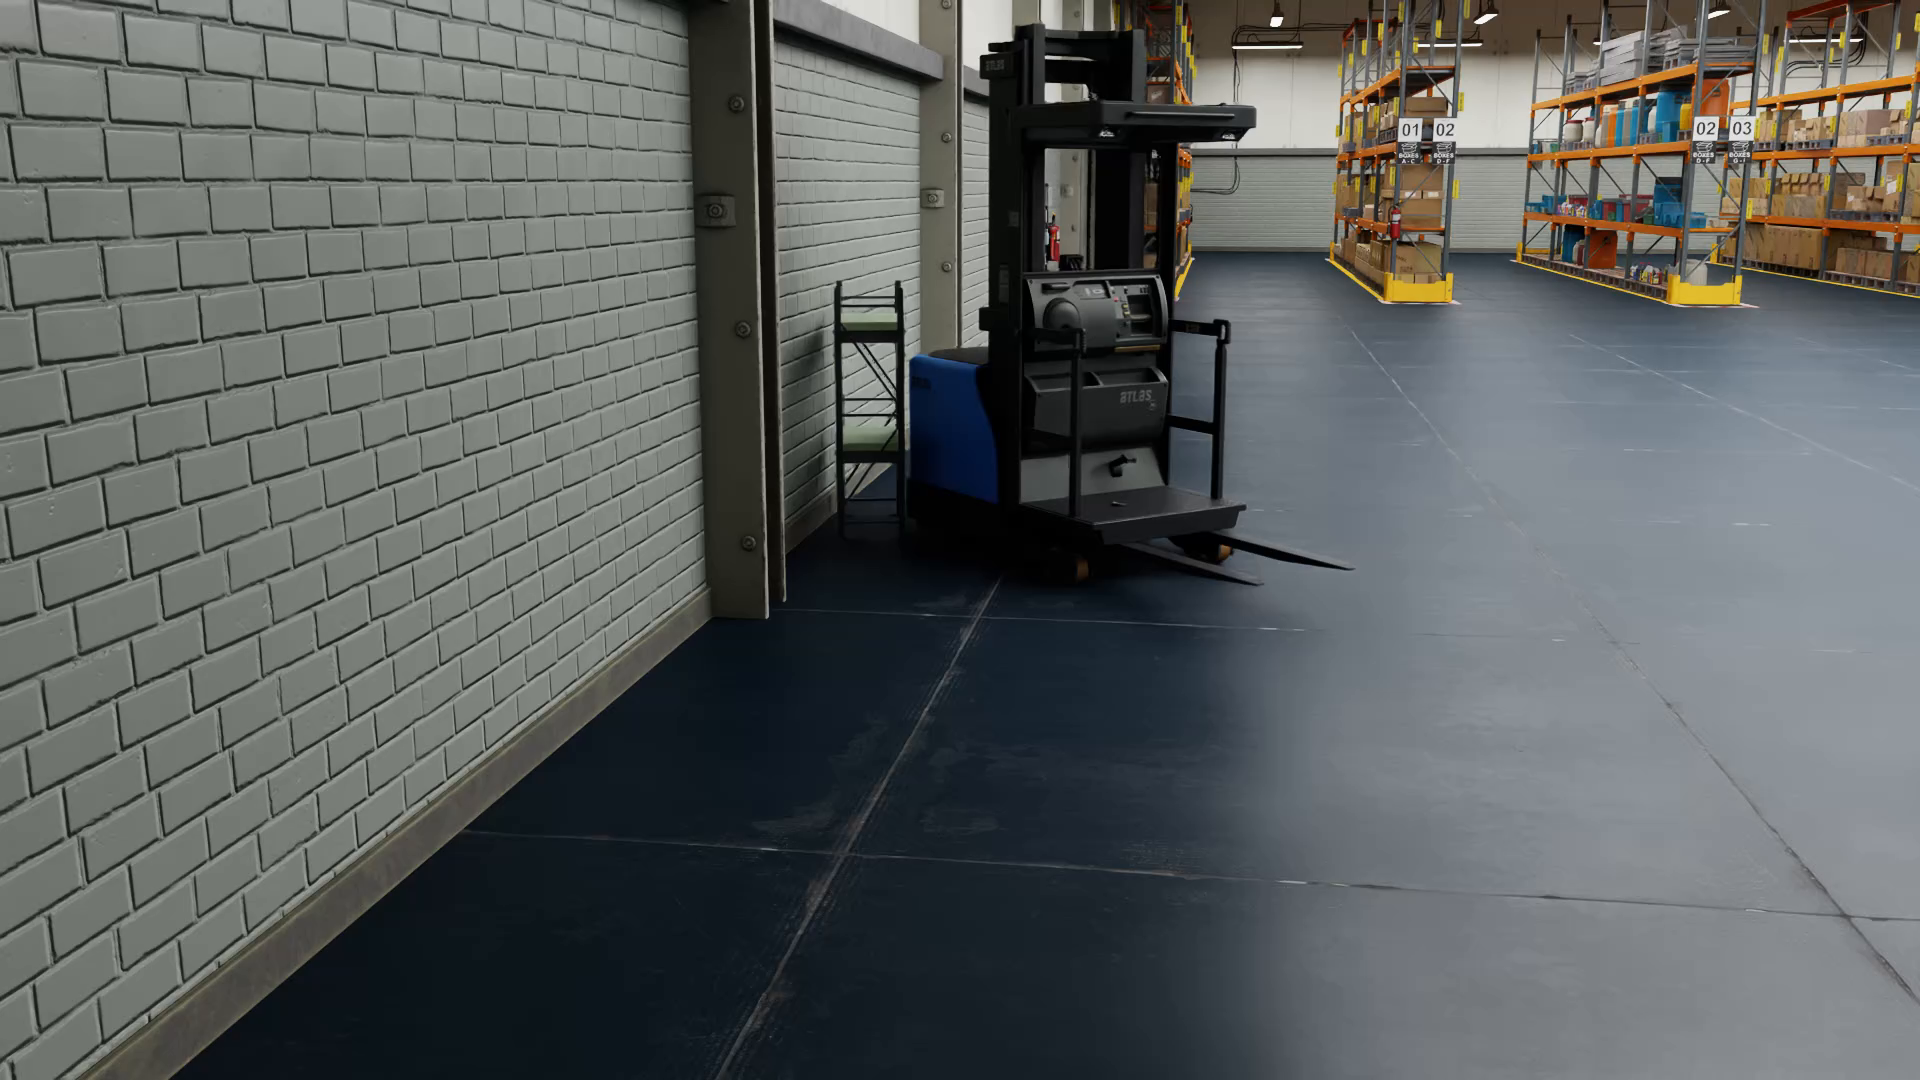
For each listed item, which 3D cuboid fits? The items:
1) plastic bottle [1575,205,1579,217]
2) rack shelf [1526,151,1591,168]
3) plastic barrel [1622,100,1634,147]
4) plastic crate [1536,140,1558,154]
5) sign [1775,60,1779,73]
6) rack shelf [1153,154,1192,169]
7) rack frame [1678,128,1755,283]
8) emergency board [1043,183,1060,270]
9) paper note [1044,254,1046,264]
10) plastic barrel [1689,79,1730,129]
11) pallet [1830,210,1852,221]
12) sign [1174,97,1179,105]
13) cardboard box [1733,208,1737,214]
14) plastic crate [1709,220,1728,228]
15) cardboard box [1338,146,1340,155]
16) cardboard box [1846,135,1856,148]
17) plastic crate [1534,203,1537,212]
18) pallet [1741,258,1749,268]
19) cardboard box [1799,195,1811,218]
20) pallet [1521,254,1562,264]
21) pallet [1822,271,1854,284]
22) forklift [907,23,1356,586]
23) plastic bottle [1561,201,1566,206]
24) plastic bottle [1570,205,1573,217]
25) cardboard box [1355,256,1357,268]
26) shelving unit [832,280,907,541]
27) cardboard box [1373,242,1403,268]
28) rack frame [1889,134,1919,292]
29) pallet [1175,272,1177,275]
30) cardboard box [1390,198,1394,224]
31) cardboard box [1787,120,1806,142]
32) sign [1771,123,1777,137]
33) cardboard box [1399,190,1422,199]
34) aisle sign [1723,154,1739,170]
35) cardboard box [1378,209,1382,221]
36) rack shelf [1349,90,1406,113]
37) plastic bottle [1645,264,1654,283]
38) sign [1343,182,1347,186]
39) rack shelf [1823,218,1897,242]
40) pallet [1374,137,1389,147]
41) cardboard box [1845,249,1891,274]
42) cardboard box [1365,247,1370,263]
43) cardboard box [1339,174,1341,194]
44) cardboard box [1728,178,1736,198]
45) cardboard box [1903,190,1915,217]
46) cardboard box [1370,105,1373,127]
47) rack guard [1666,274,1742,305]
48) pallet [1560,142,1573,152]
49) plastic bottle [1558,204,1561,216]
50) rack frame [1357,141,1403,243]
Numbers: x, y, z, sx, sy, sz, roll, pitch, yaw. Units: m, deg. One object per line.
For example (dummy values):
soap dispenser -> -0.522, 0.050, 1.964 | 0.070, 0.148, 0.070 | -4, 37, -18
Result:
plastic bottle -> 14.197, -7.569, 38.272 | 0.061, 0.283, 0.133 | 2, 12, 9
rack shelf -> 15.304, -9.654, 42.256 | 1.077, 0.370, 4.000 | 2, 12, 9
plastic barrel -> 13.730, -8.418, 33.624 | 0.600, 0.901, 0.600 | 0, 12, 0
plastic crate -> 15.105, -10.082, 42.684 | 0.504, 0.338, 0.767 | 2, 12, 9
sign -> 21.039, -12.202, 42.849 | 0.100, 0.325, 0.005 | 2, 12, 9
rack shelf -> 5.514, -9.975, 43.746 | 1.077, 0.370, 4.000 | 2, 12, 9
rack frame -> 13.150, -5.625, 28.973 | 1.000, 3.000, 0.127 | 2, 12, 9
emergency board -> 1.274, -4.357, 23.092 | 0.194, 1.169, 0.643 | 2, 12, 9
paper note -> 1.178, -3.892, 23.024 | 0.016, 0.148, 0.142 | 2, 12, 9
plastic barrel -> 13.100, -7.612, 29.056 | 0.600, 0.830, 0.708 | 2, 12, 9
pallet -> 19.271, -6.884, 35.272 | 1.213, 0.211, 1.003 | 2, 12, 9
sign -> 3.897, -7.822, 29.973 | 0.100, 0.325, 0.005 | 2, 12, 9
cardboard box -> 19.968, -8.395, 42.424 | 0.380, 0.149, 0.250 | 2, 12, 8
plastic crate -> 13.606, -5.672, 29.817 | 0.298, 0.136, 0.250 | 2, 12, 9
cardboard box -> 10.387, -10.411, 44.418 | 0.500, 0.250, 0.500 | 2, 12, 9
cardboard box -> 18.872, -8.326, 34.744 | 0.500, 0.250, 0.500 | 2, 12, 10
plastic crate -> 15.045, -8.588, 42.979 | 0.416, 0.233, 0.300 | 2, 12, 9
pallet -> 20.270, -7.010, 42.018 | 1.003, 0.211, 1.213 | 2, 12, 9
cardboard box -> 19.265, -7.501, 37.442 | 0.500, 0.500, 0.500 | 1, 12, 7
pallet -> 15.446, -7.422, 43.931 | 1.003, 0.211, 1.213 | 2, 12, 9
pallet -> 19.153, -5.604, 35.495 | 1.003, 0.211, 1.213 | 2, 12, 9
forklift -> 0.886, -1.309, 9.110 | 1.130, 2.935, 3.031 | -8, 14, -32
plastic bottle -> 14.615, -8.028, 40.239 | 0.144, 0.351, 0.185 | 2, 12, 9
plastic bottle -> 14.310, -7.691, 38.868 | 0.097, 0.271, 0.097 | 0, 12, 0
cardboard box -> 9.116, -6.213, 37.233 | 0.500, 0.250, 0.500 | 2, 12, 8
shelving unit -> -0.552, -0.812, 10.199 | 0.431, 1.500, 0.755 | -1, 12, -3
cardboard box -> 8.337, -5.552, 32.385 | 0.500, 0.500, 0.500 | 2, 12, 9
rack frame -> 18.660, -6.297, 32.092 | 1.000, 3.000, 0.127 | 2, 12, 9
pallet -> 4.095, -5.577, 35.373 | 1.003, 0.211, 1.213 | 2, 12, 9
cardboard box -> 8.576, -6.254, 31.656 | 0.700, 0.500, 0.500 | 2, 12, 10
cardboard box -> 19.811, -9.562, 38.887 | 0.700, 0.500, 0.500 | 2, 12, 10
sign -> 19.341, -9.738, 39.523 | 0.100, 0.325, 0.005 | 2, 12, 9
cardboard box -> 8.127, -6.238, 30.041 | 0.380, 0.149, 0.250 | 2, 12, 8
aisle sign -> 20.220, -10.091, 43.524 | 0.394, 0.787, 0.004 | 2, 12, 9
cardboard box -> 8.826, -6.742, 34.476 | 0.396, 0.266, 0.258 | 2, 12, 7
rack shelf -> 9.795, -10.253, 38.867 | 1.077, 0.370, 4.000 | 2, 12, 9
plastic bottle -> 13.108, -5.057, 31.580 | 0.144, 0.351, 0.185 | 2, 12, 11
sign -> 9.565, -8.723, 41.296 | 0.100, 0.325, 0.005 | 2, 12, 9
rack shelf -> 18.967, -6.362, 34.100 | 1.077, 0.370, 4.000 | 2, 12, 9
pallet -> 8.995, -8.176, 34.144 | 0.805, 0.209, 1.217 | 1, 12, 6
cardboard box -> 19.119, -5.867, 34.985 | 0.700, 0.500, 0.500 | 1, 12, 4
cardboard box -> 8.725, -5.956, 34.710 | 0.500, 0.311, 0.500 | 2, 12, 10
cardboard box -> 10.234, -9.358, 43.683 | 0.500, 0.500, 0.500 | 2, 12, 9
cardboard box -> 20.088, -9.038, 42.683 | 0.500, 0.500, 0.500 | 2, 12, 7
cardboard box -> 18.529, -6.400, 31.625 | 0.875, 0.500, 0.500 | 2, 12, 9
cardboard box -> 9.639, -9.652, 37.930 | 0.500, 0.500, 0.500 | 2, 12, 9
rack guard -> 13.116, -4.420, 29.317 | 1.175, 0.500, 0.348 | 2, 12, 9
pallet -> 14.972, -9.330, 39.497 | 1.213, 0.211, 1.003 | 2, 12, 9
plastic bottle -> 14.498, -7.975, 40.158 | 0.061, 0.283, 0.133 | 2, 12, 9
rack frame -> 9.487, -7.451, 37.449 | 1.000, 3.000, 0.127 | 2, 12, 9
